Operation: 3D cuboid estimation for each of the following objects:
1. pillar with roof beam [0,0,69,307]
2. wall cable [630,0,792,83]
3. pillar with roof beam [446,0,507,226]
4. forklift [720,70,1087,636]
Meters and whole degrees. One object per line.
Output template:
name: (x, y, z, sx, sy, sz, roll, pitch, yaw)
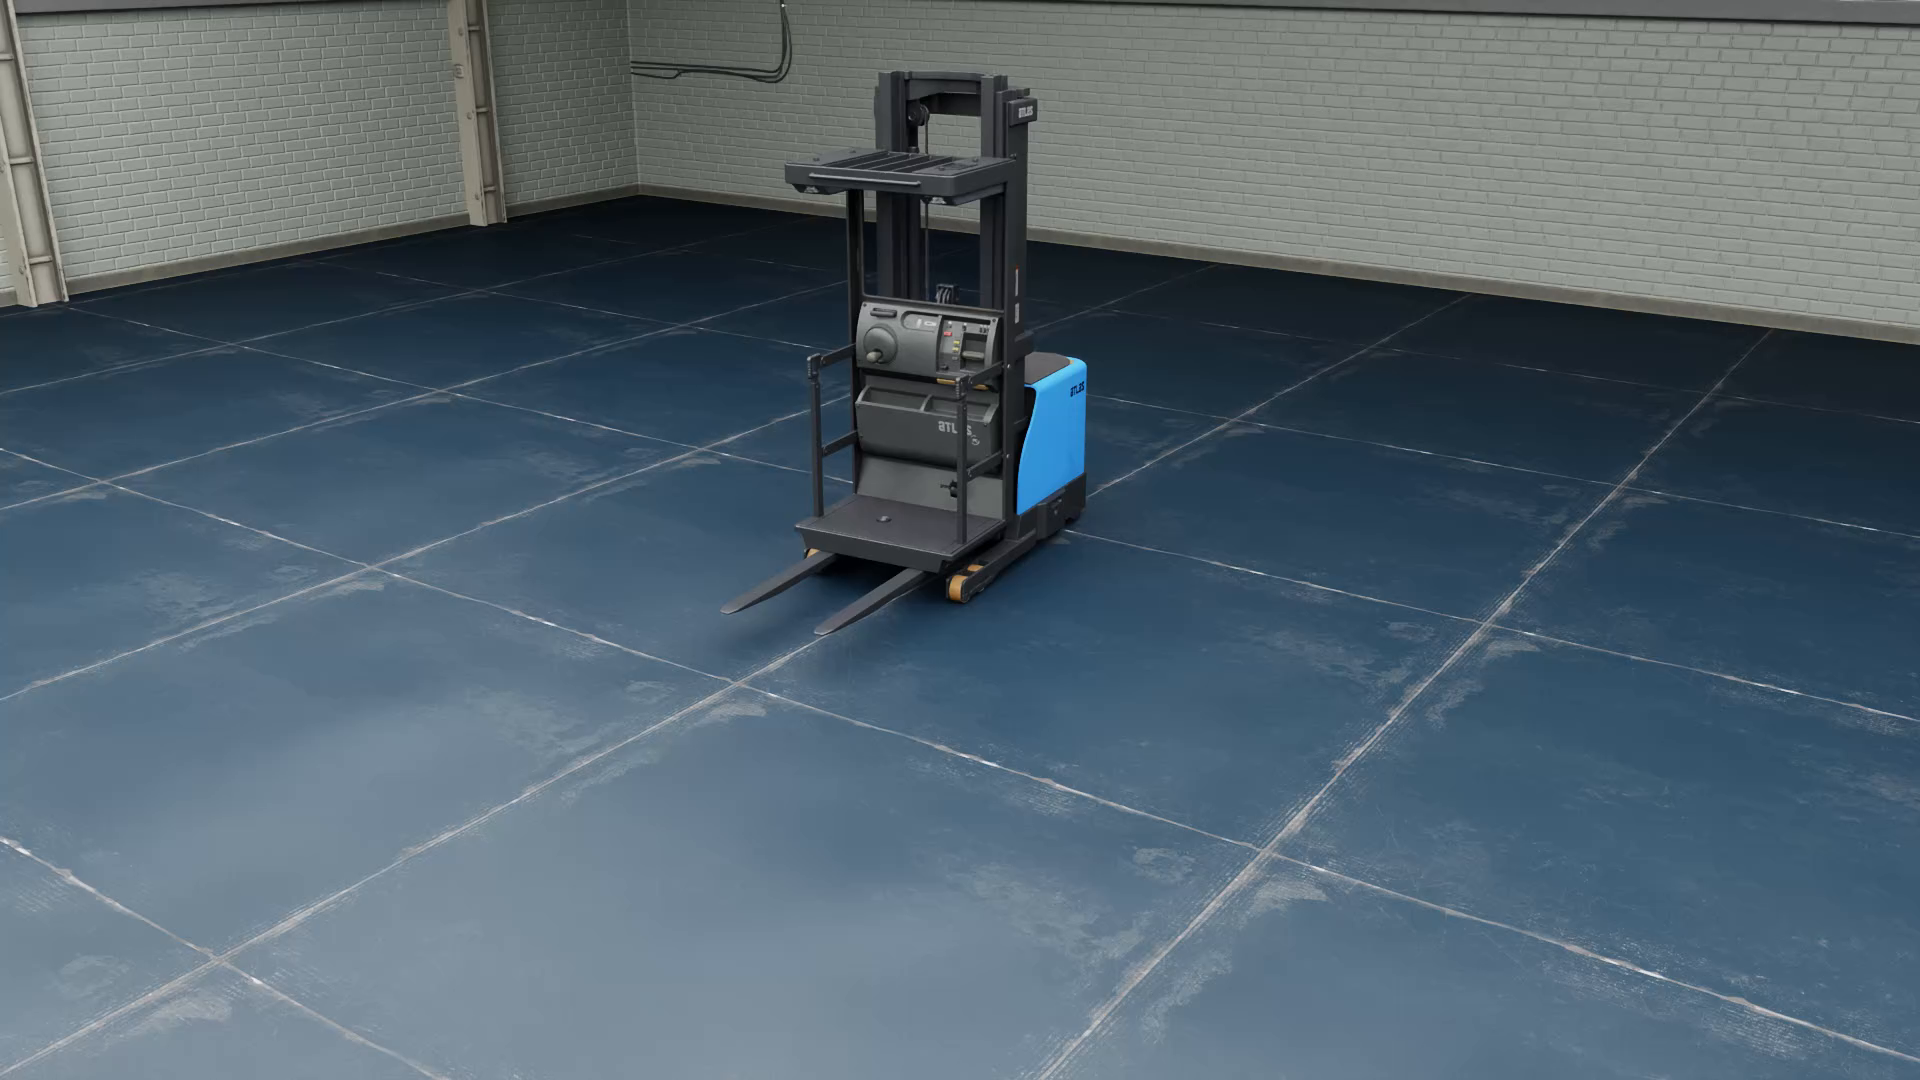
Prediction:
pillar with roof beam: (-6.113, -5.891, 13.719, 9.100, 9.000, 0.400, 13, 24, 32)
wall cable: (-3.551, -7.583, 22.769, 3.097, 2.526, 0.112, 13, 24, 32)
pillar with roof beam: (-2.740, -7.612, 18.373, 9.100, 9.000, 0.400, 13, 24, 32)
forklift: (-0.299, -1.182, 9.736, 1.130, 2.935, 3.031, 11, 23, 26)
